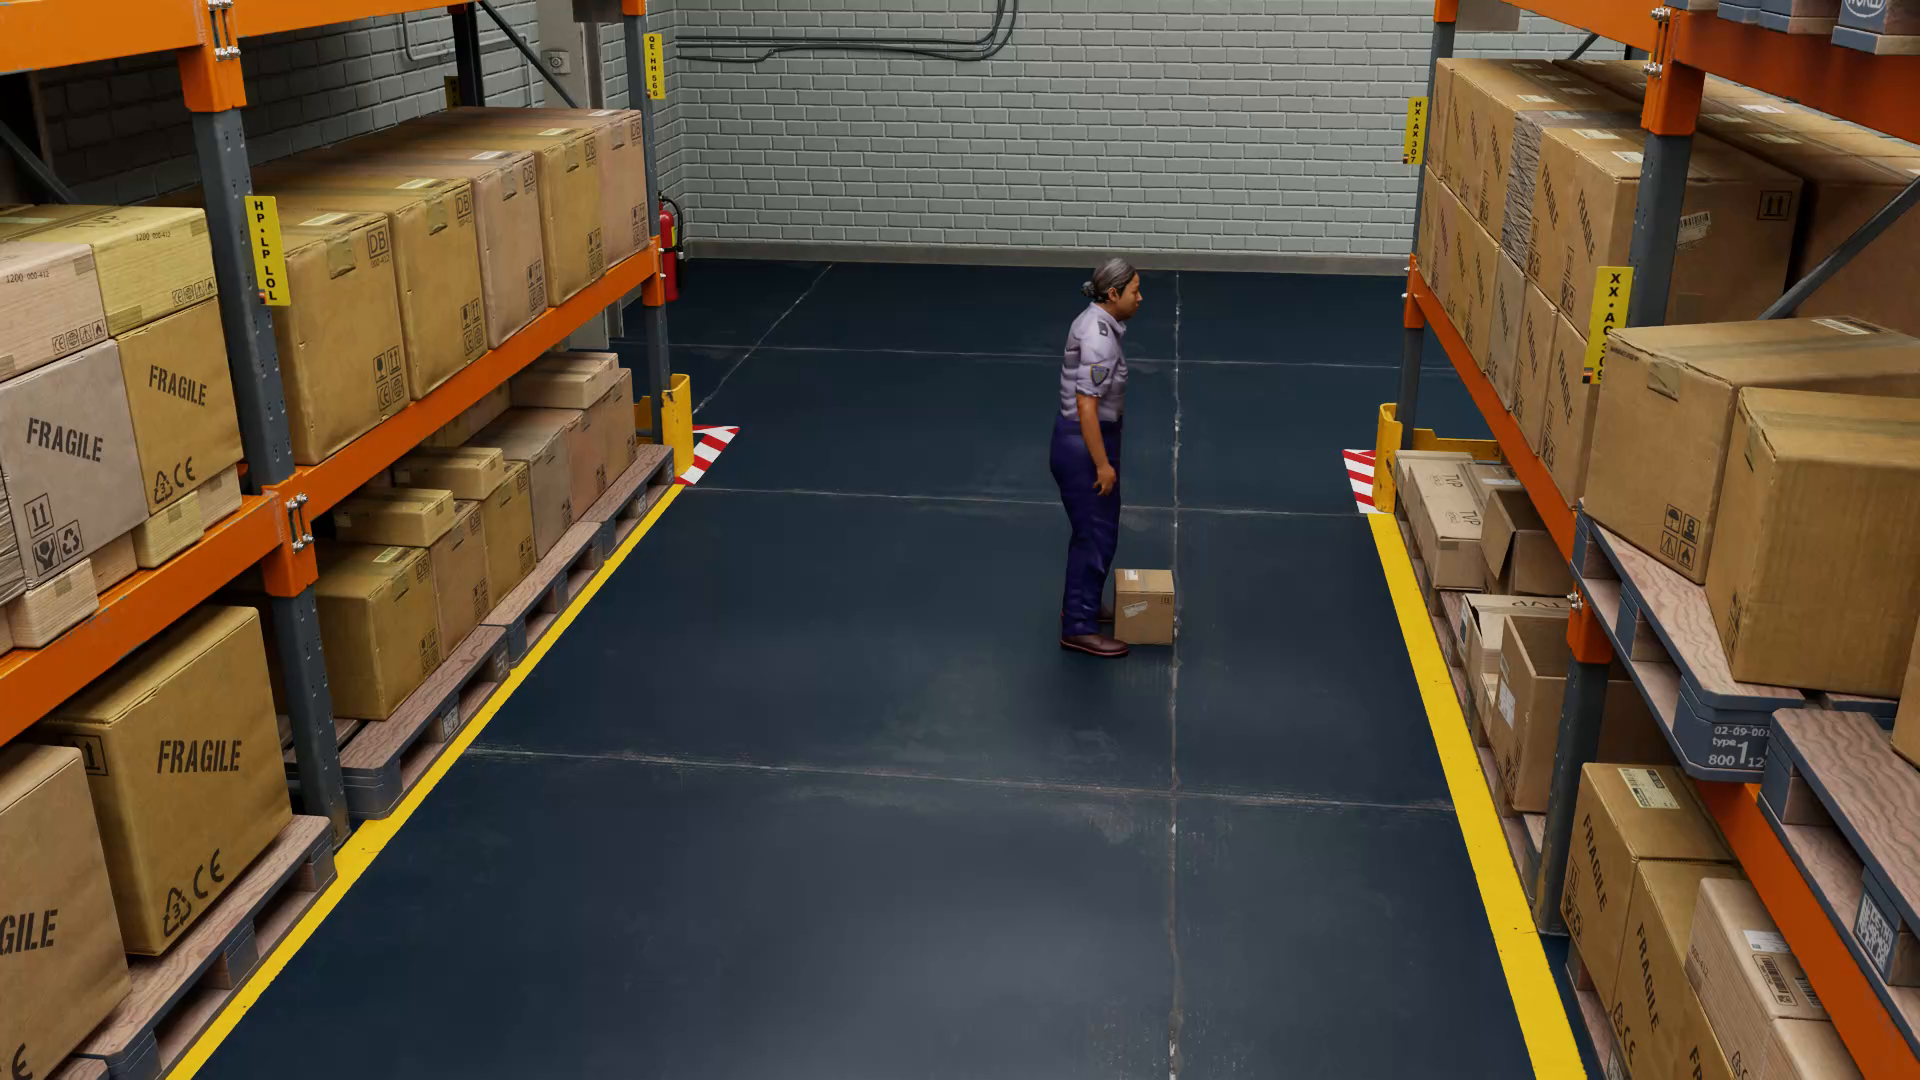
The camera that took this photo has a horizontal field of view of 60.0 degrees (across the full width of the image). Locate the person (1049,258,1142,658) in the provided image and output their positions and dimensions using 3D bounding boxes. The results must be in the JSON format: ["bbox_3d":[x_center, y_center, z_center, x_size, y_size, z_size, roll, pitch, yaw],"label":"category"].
[{"bbox_3d":[0.564,-0.368,7.036,0.364,1.652,0.556,2,21,5],"label":"person"}]
